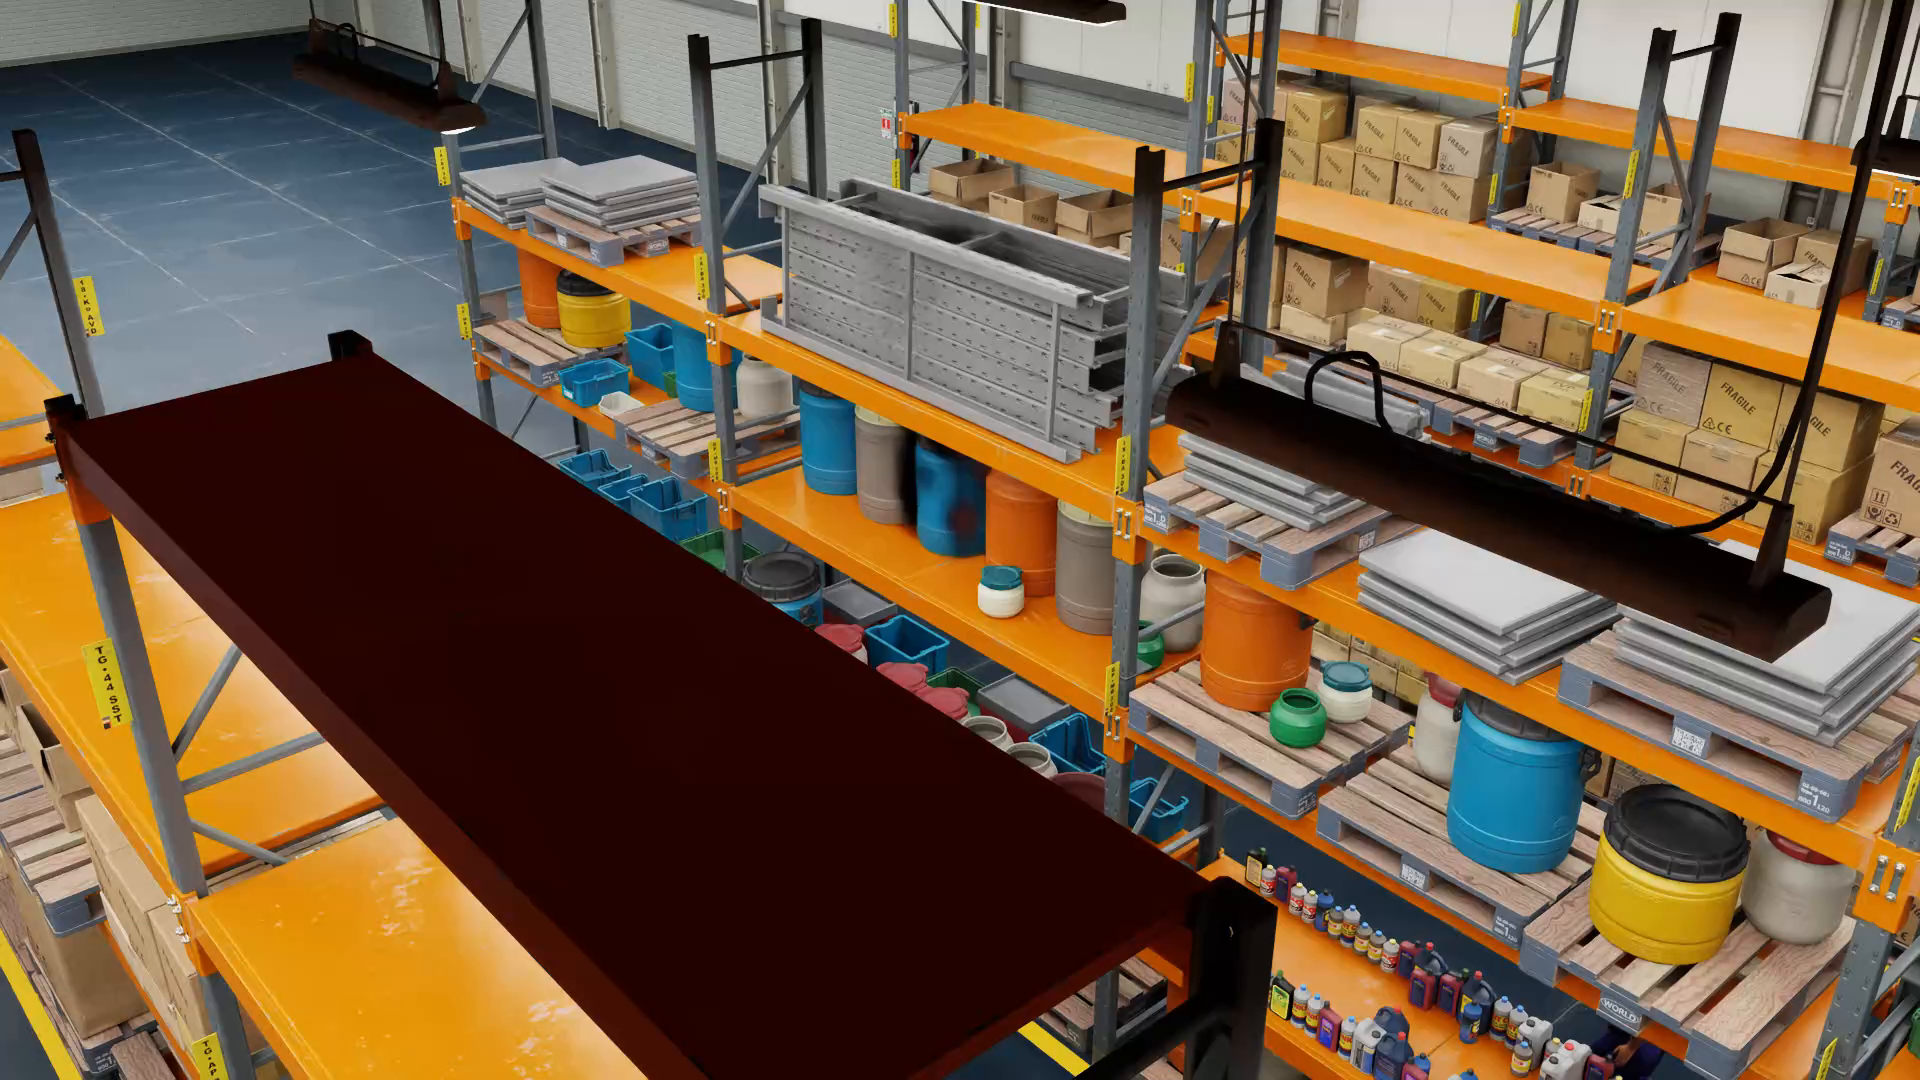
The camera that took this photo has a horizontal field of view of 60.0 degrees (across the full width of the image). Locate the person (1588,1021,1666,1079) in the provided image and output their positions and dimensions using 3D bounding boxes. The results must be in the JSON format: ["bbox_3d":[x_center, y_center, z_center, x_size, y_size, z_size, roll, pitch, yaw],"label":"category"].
[{"bbox_3d":[4.020,2.974,10.051,0.822,1.522,0.606,22,34,36],"label":"person"}]
